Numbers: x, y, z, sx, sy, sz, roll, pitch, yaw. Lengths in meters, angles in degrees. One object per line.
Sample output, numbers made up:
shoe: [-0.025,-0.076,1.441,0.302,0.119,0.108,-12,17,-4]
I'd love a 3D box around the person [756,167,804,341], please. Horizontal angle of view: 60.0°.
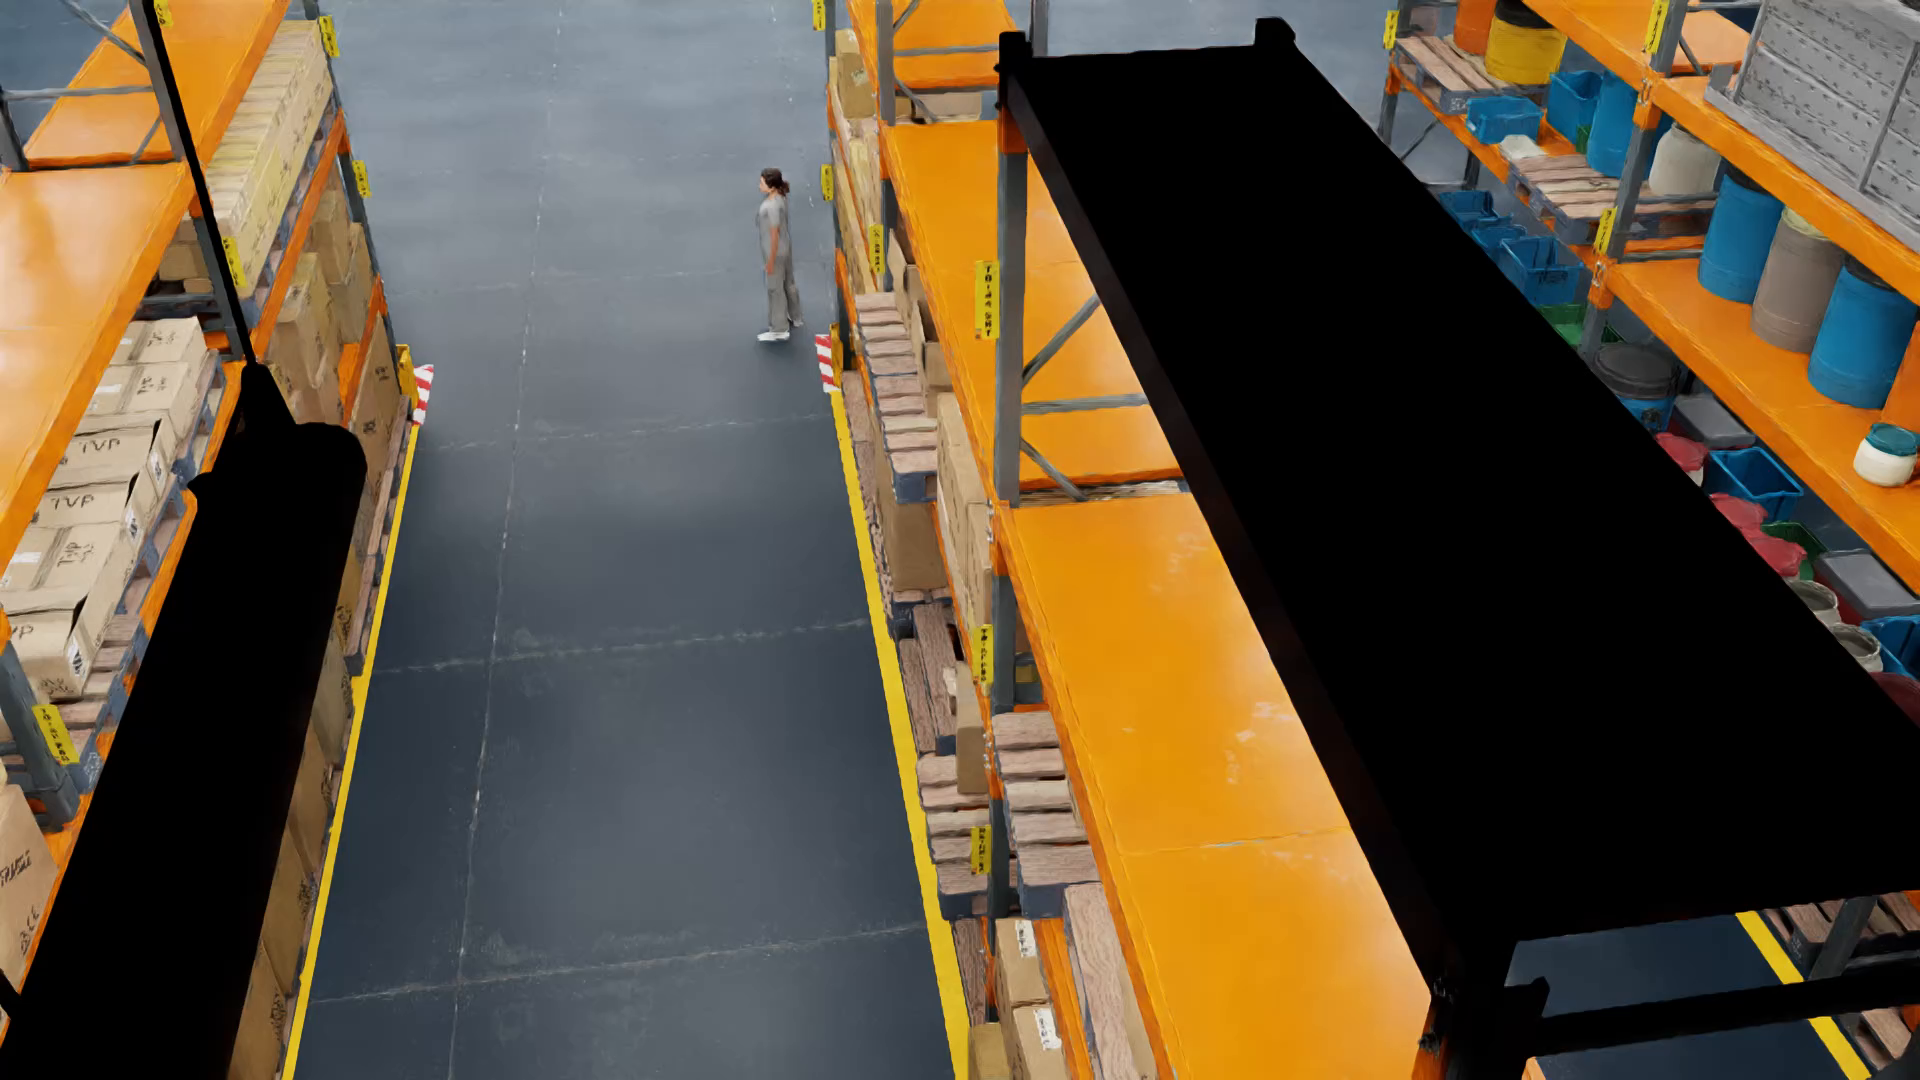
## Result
person: [-1.729,-2.740,15.744,0.386,1.674,0.621,4,36,5]
